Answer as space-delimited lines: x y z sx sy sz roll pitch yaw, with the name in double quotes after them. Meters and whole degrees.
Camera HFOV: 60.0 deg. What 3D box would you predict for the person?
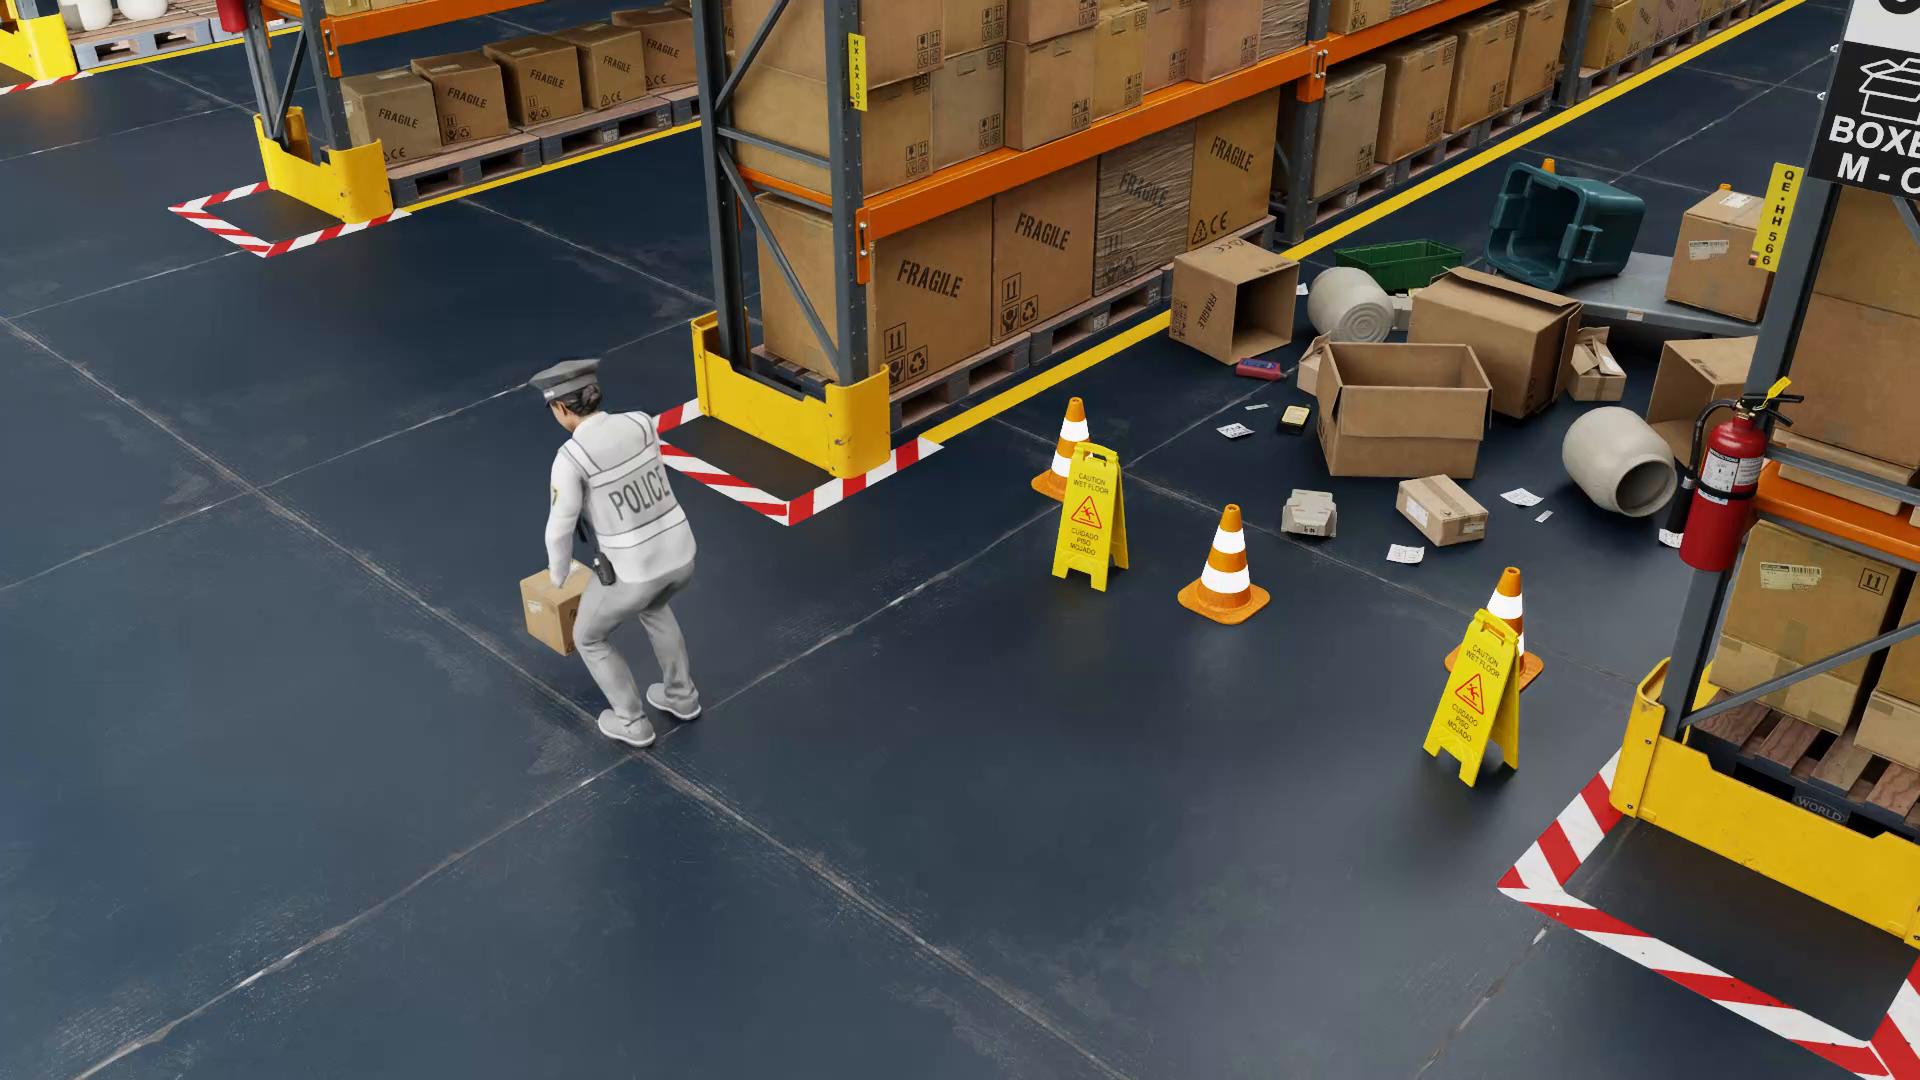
-1.267 0.061 6.183 0.591 1.522 0.509 26 40 36 "person"
